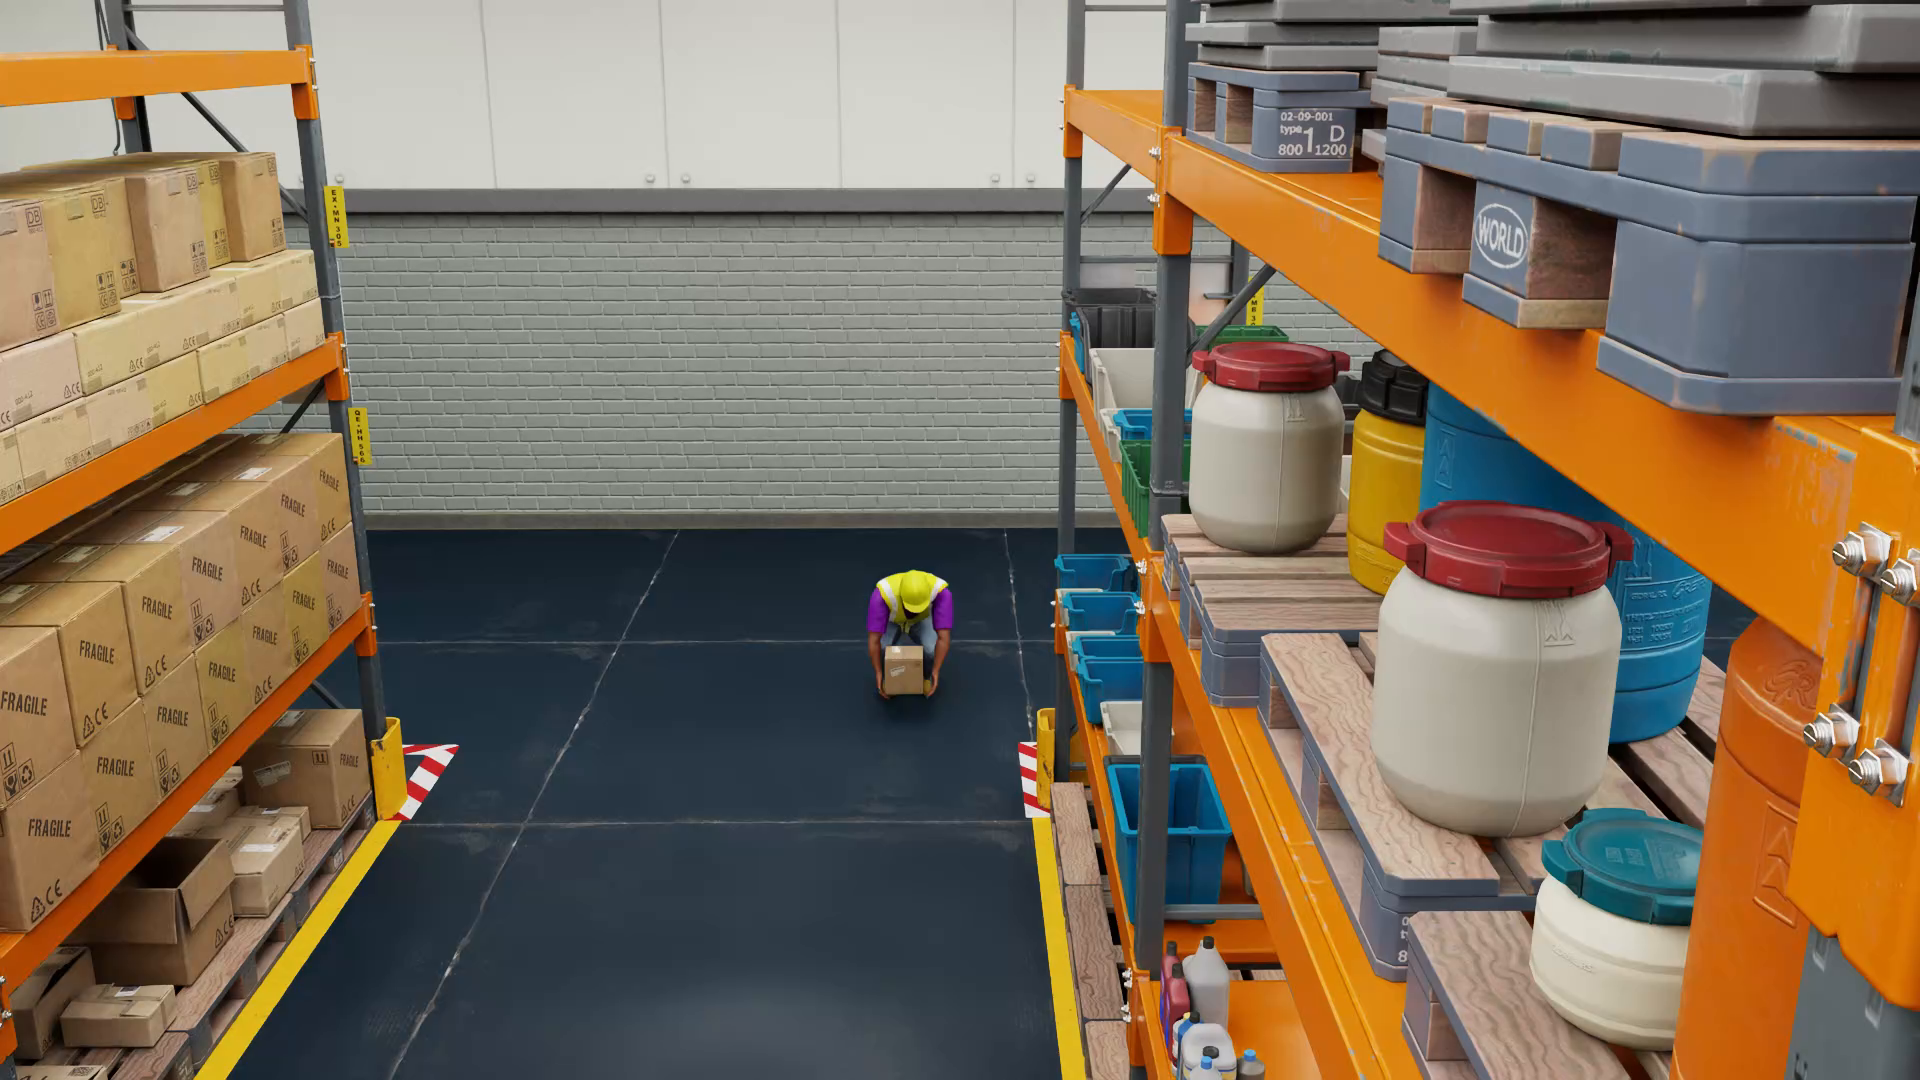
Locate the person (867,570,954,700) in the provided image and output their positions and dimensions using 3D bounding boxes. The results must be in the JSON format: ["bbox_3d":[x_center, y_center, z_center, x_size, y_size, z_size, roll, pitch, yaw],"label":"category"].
[{"bbox_3d":[-0.337,0.598,11.355,0.585,1.009,0.894,0,17,-1],"label":"person"}]
